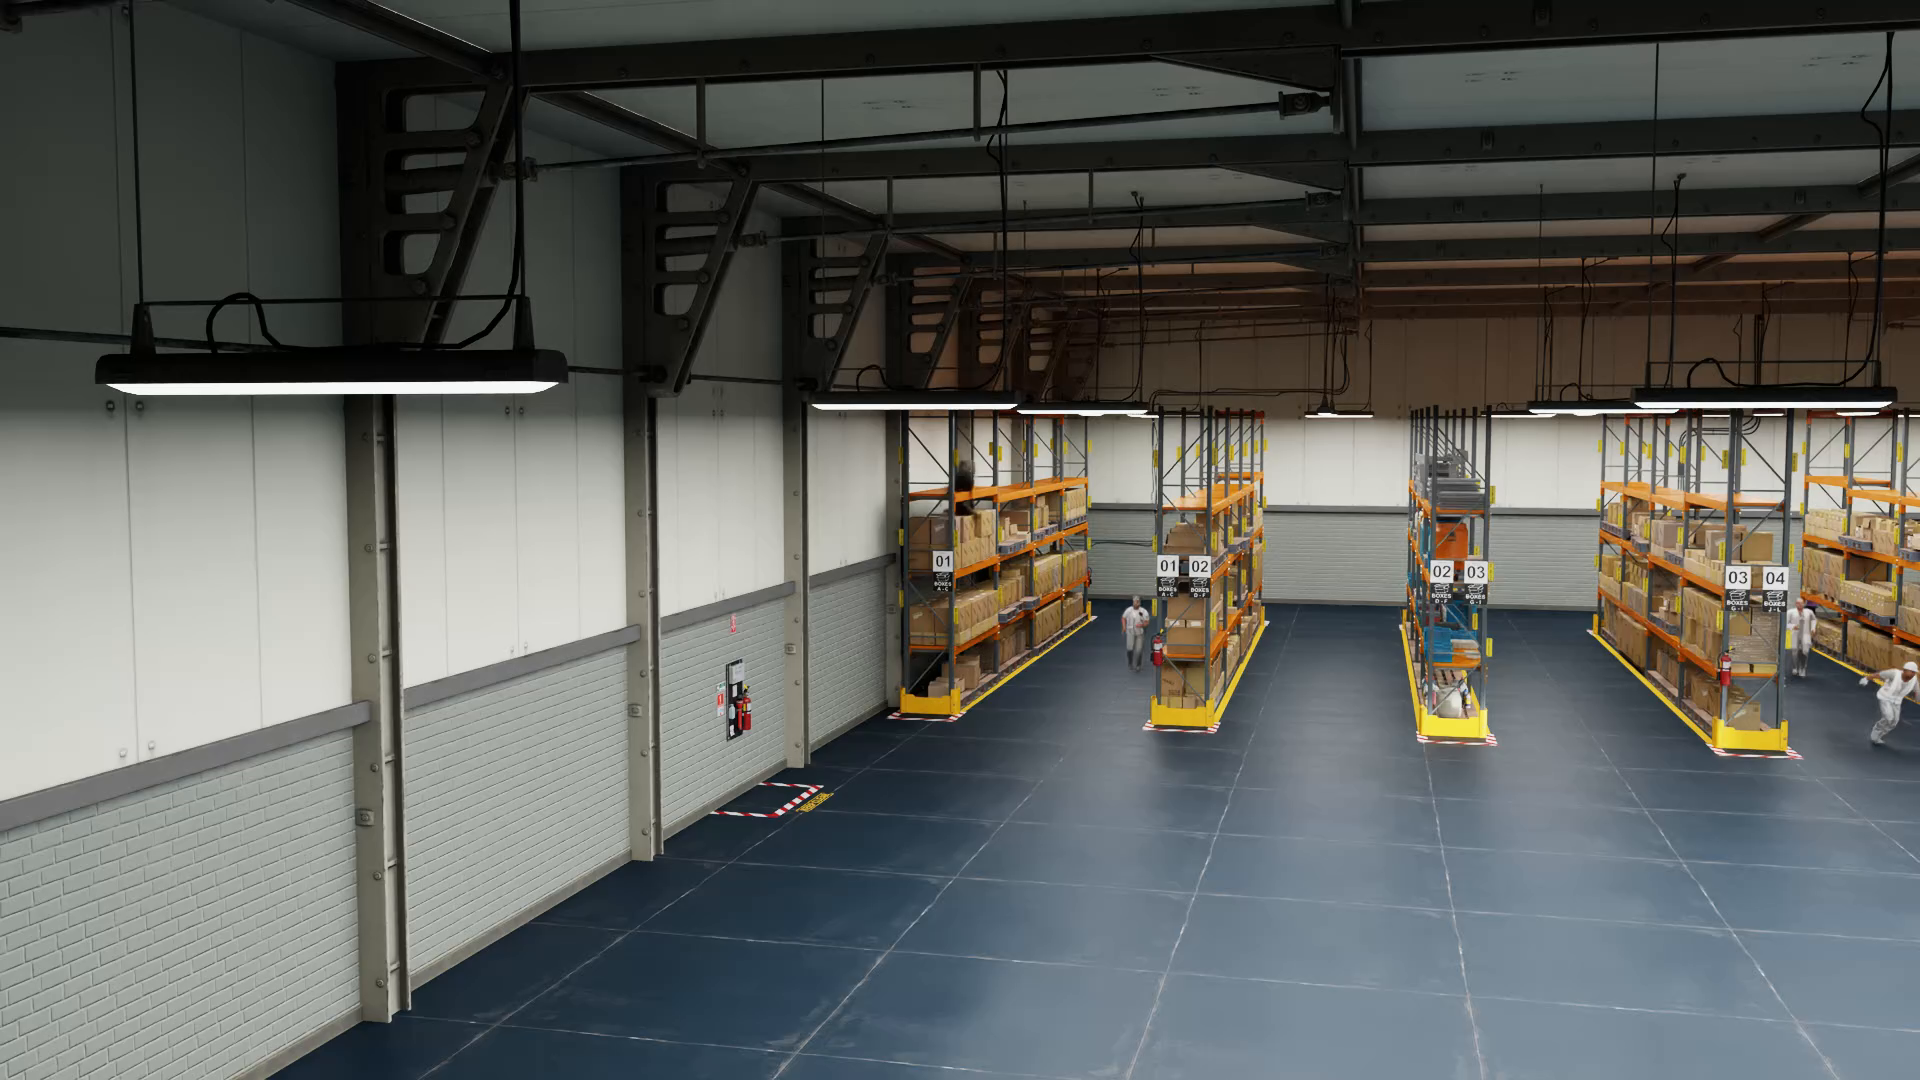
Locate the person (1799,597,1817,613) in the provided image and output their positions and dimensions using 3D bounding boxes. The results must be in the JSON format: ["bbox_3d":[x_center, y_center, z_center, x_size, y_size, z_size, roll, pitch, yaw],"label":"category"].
[{"bbox_3d":[22.663,1.762,44.213,0.689,1.605,0.529,0,4,2],"label":"person"}]

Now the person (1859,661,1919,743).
[{"bbox_3d":[16.374,2.850,29.132,0.692,1.532,1.044,-1,4,-7],"label":"person"}]

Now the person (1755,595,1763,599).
[{"bbox_3d":[20.366,1.787,42.556,0.727,1.807,0.856,2,4,23],"label":"person"}]

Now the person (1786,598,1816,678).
[{"bbox_3d":[18.748,2.181,37.111,0.688,1.780,0.845,1,4,20],"label":"person"}]

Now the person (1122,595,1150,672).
[{"bbox_3d":[3.980,2.130,37.783,0.644,1.754,0.655,1,4,9],"label":"person"}]
